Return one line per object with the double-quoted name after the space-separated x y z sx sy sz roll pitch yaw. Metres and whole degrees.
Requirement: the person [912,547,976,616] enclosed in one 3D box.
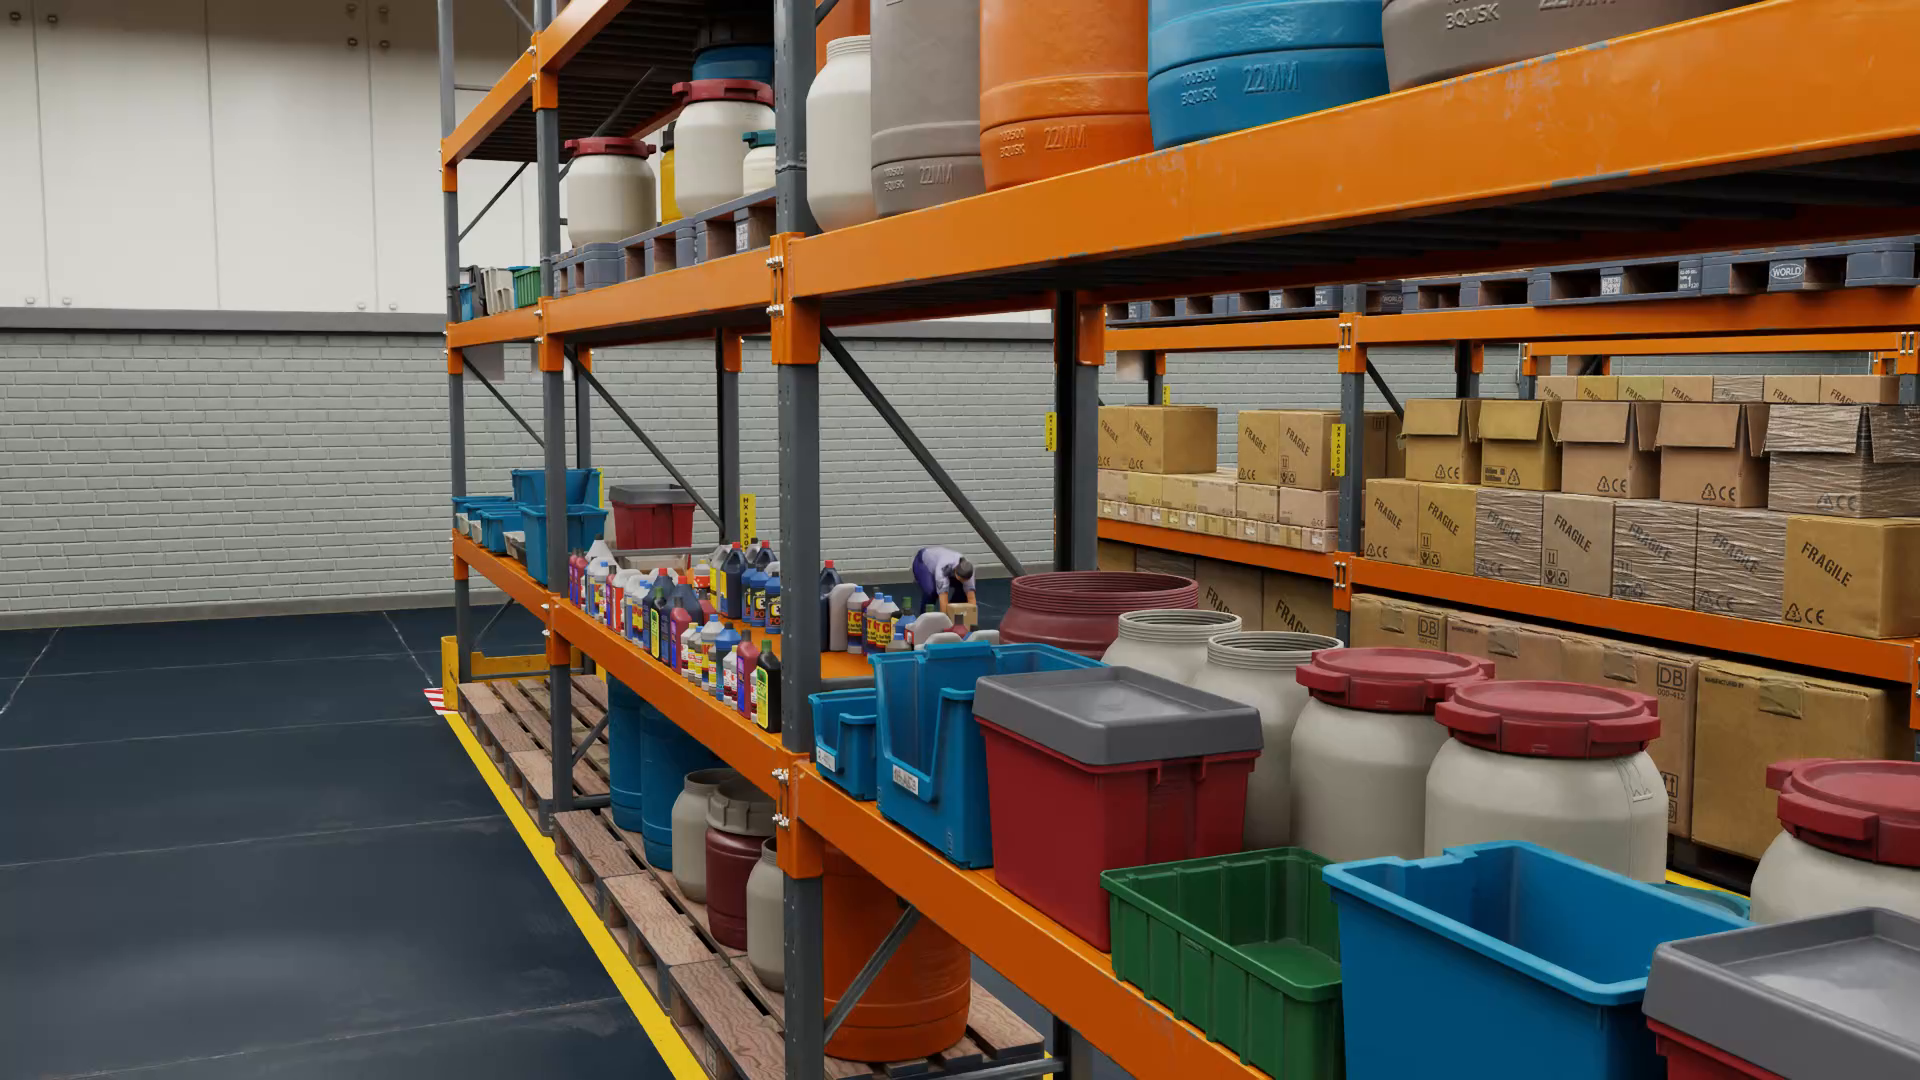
-0.125 0.475 16.302 0.521 0.784 0.905 -3 6 -26 "person"
